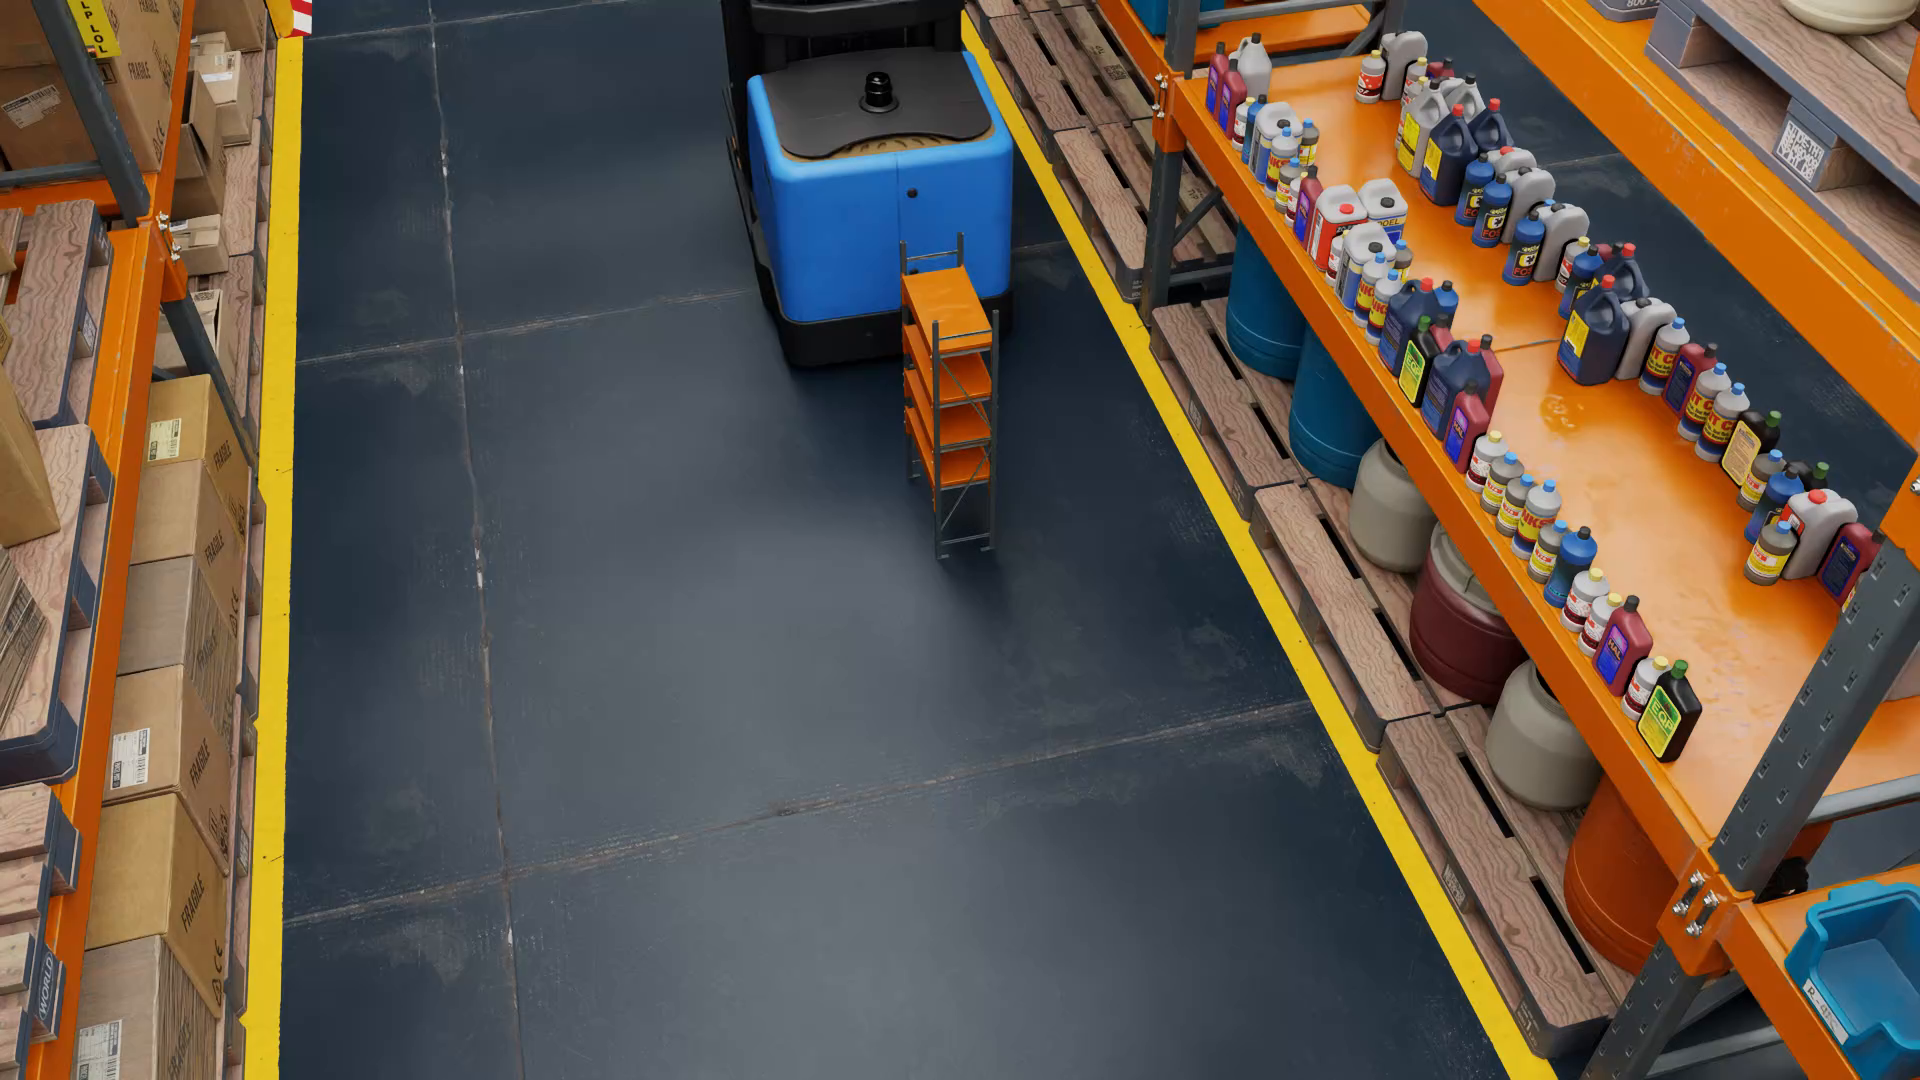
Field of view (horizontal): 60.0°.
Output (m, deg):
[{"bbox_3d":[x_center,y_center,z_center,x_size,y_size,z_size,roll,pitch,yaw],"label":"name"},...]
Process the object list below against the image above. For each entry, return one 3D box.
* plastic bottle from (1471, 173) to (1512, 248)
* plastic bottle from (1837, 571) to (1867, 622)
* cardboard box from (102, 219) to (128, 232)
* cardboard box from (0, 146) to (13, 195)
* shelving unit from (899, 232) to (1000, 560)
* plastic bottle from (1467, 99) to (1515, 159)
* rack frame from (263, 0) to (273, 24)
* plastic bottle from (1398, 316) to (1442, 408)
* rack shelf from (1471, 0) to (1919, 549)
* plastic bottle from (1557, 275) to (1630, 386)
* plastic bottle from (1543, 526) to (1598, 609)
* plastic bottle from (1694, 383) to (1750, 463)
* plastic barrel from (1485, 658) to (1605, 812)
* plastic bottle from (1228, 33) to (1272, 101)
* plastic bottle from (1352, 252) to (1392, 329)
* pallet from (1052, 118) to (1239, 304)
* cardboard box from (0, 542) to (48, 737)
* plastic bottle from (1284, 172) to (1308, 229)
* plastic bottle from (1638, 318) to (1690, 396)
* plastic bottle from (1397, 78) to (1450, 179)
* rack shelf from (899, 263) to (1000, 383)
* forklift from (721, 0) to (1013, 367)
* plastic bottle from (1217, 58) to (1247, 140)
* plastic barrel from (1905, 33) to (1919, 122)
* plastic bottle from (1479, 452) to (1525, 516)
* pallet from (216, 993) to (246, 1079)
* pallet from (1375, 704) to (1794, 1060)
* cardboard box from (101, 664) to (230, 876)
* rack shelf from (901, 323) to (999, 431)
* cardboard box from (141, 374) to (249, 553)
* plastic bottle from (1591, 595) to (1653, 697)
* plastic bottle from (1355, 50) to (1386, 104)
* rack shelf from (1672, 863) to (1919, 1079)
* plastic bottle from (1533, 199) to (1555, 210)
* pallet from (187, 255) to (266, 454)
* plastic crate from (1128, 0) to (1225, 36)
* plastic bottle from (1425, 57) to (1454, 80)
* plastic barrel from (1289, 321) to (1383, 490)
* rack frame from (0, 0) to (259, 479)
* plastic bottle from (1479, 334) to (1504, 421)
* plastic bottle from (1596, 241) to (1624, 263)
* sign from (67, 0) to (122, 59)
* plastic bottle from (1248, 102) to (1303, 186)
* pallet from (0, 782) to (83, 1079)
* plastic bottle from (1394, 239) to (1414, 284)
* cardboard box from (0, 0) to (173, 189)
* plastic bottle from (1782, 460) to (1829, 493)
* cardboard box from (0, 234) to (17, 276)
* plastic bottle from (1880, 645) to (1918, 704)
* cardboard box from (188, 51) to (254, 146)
[{"bbox_3d":[1.889,-1.174,5.891,0.097,0.271,0.097,0,46,0],"label":"plastic bottle"},{"bbox_3d":[2.532,0.160,4.632,0.097,0.201,0.097,0,46,0],"label":"plastic bottle"},{"bbox_3d":[-4.067,-1.330,7.528,0.500,0.311,0.500,-11,47,-10],"label":"cardboard box"},{"bbox_3d":[-3.831,-1.591,6.139,0.500,0.500,0.500,-10,46,-10],"label":"cardboard box"},{"bbox_3d":[-0.042,-0.534,6.433,0.258,1.200,0.503,-11,47,-10],"label":"shelving unit"},{"bbox_3d":[1.933,-1.442,6.097,0.144,0.351,0.185,-11,47,-10],"label":"plastic bottle"},{"bbox_3d":[-4.479,-4.020,8.589,1.000,3.000,0.127,-11,47,-10],"label":"rack frame"},{"bbox_3d":[1.468,-0.569,5.289,0.061,0.283,0.133,-11,47,-10],"label":"plastic bottle"},{"bbox_3d":[1.847,-1.579,4.600,1.077,0.370,4.000,-11,47,-10],"label":"rack shelf"},{"bbox_3d":[2.056,-0.688,5.359,0.144,0.351,0.185,-11,47,-10],"label":"plastic bottle"},{"bbox_3d":[1.722,0.067,4.674,0.097,0.271,0.097,0,46,0],"label":"plastic bottle"},{"bbox_3d":[2.345,-0.368,5.101,0.097,0.271,0.097,0,46,0],"label":"plastic bottle"},{"bbox_3d":[1.986,0.616,5.494,0.421,0.512,0.421,0,46,0],"label":"plastic barrel"},{"bbox_3d":[1.122,-1.814,6.462,0.144,0.351,0.185,-11,47,-10],"label":"plastic bottle"},{"bbox_3d":[1.384,-0.843,5.566,0.097,0.271,0.097,0,46,0],"label":"plastic bottle"},{"bbox_3d":[1.109,-1.686,8.254,1.003,0.211,1.213,-11,47,-10],"label":"pallet"},{"bbox_3d":[-2.750,0.241,4.050,0.700,0.500,0.500,-3,46,-3],"label":"cardboard box"},{"bbox_3d":[1.231,-1.230,5.995,0.097,0.201,0.097,0,46,0],"label":"plastic bottle"},{"bbox_3d":[2.261,-0.595,5.323,0.097,0.271,0.097,0,46,0],"label":"plastic bottle"},{"bbox_3d":[1.747,-1.543,6.196,0.144,0.351,0.185,-11,47,-10],"label":"plastic bottle"},{"bbox_3d":[-0.042,-0.809,6.153,0.258,0.148,0.480,-11,47,-10],"label":"rack shelf"},{"bbox_3d":[-0.589,-2.869,7.510,1.130,2.935,3.031,-9,46,-9],"label":"forklift"},{"bbox_3d":[1.050,-1.697,6.395,0.061,0.283,0.133,-11,47,-10],"label":"plastic bottle"},{"bbox_3d":[2.216,-1.139,3.071,0.600,0.830,0.708,-11,47,-10],"label":"plastic barrel"},{"bbox_3d":[1.622,-0.177,4.962,0.097,0.201,0.097,0,46,0],"label":"plastic bottle"},{"bbox_3d":[-2.585,1.957,4.684,1.003,0.211,1.213,-11,47,-10],"label":"pallet"},{"bbox_3d":[2.116,1.040,5.583,1.003,0.211,1.213,-11,47,-10],"label":"pallet"},{"bbox_3d":[-2.673,0.791,5.317,0.500,0.500,0.500,-12,47,-12],"label":"cardboard box"},{"bbox_3d":[-0.042,-0.644,6.322,0.258,0.148,0.480,-11,47,-10],"label":"rack shelf"},{"bbox_3d":[-3.051,-0.249,6.336,0.500,0.500,0.500,-11,47,-11],"label":"cardboard box"},{"bbox_3d":[1.783,0.281,4.457,0.061,0.283,0.133,-11,47,-10],"label":"plastic bottle"},{"bbox_3d":[1.632,-1.843,6.595,0.097,0.201,0.097,0,46,0],"label":"plastic bottle"},{"bbox_3d":[2.871,2.233,2.965,1.077,0.370,4.000,-11,47,-10],"label":"rack shelf"},{"bbox_3d":[2.061,-1.110,5.877,0.097,0.201,0.097,0,46,0],"label":"plastic bottle"},{"bbox_3d":[-3.630,-0.756,7.344,1.003,0.211,1.213,-11,47,-10],"label":"pallet"},{"bbox_3d":[0.885,-2.437,7.007,0.392,0.384,0.575,-11,47,-10],"label":"plastic crate"},{"bbox_3d":[1.851,-1.756,6.452,0.061,0.283,0.133,-11,47,-10],"label":"plastic bottle"},{"bbox_3d":[1.639,-0.706,6.517,0.600,0.901,0.708,-11,47,-10],"label":"plastic barrel"},{"bbox_3d":[-3.455,-1.258,5.883,1.000,3.000,0.127,-11,47,-10],"label":"rack frame"},{"bbox_3d":[1.642,-0.503,5.225,0.061,0.283,0.133,-11,47,-10],"label":"plastic bottle"},{"bbox_3d":[2.168,-0.903,5.616,0.061,0.283,0.133,-11,47,-10],"label":"plastic bottle"},{"bbox_3d":[-2.919,-1.767,5.571,0.100,0.325,0.005,-11,47,-10],"label":"sign"},{"bbox_3d":[1.178,-1.476,6.183,0.152,0.276,0.135,-11,47,-10],"label":"plastic bottle"},{"bbox_3d":[-2.672,1.115,3.691,1.213,0.211,1.003,-11,47,-10],"label":"pallet"},{"bbox_3d":[1.497,-0.939,5.709,0.097,0.201,0.097,0,46,0],"label":"plastic bottle"},{"bbox_3d":[-3.322,-1.695,6.241,0.500,0.500,0.500,-10,46,-9],"label":"cardboard box"},{"bbox_3d":[2.452,-0.137,4.866,0.061,0.283,0.133,-11,47,-10],"label":"plastic bottle"},{"bbox_3d":[-3.550,-1.072,5.337,0.700,0.500,0.500,-26,51,-23],"label":"cardboard box"},{"bbox_3d":[2.413,0.314,4.429,0.152,0.276,0.135,-11,47,-10],"label":"plastic bottle"},{"bbox_3d":[-3.887,-2.220,8.442,0.500,0.250,0.500,-11,47,-10],"label":"cardboard box"}]
